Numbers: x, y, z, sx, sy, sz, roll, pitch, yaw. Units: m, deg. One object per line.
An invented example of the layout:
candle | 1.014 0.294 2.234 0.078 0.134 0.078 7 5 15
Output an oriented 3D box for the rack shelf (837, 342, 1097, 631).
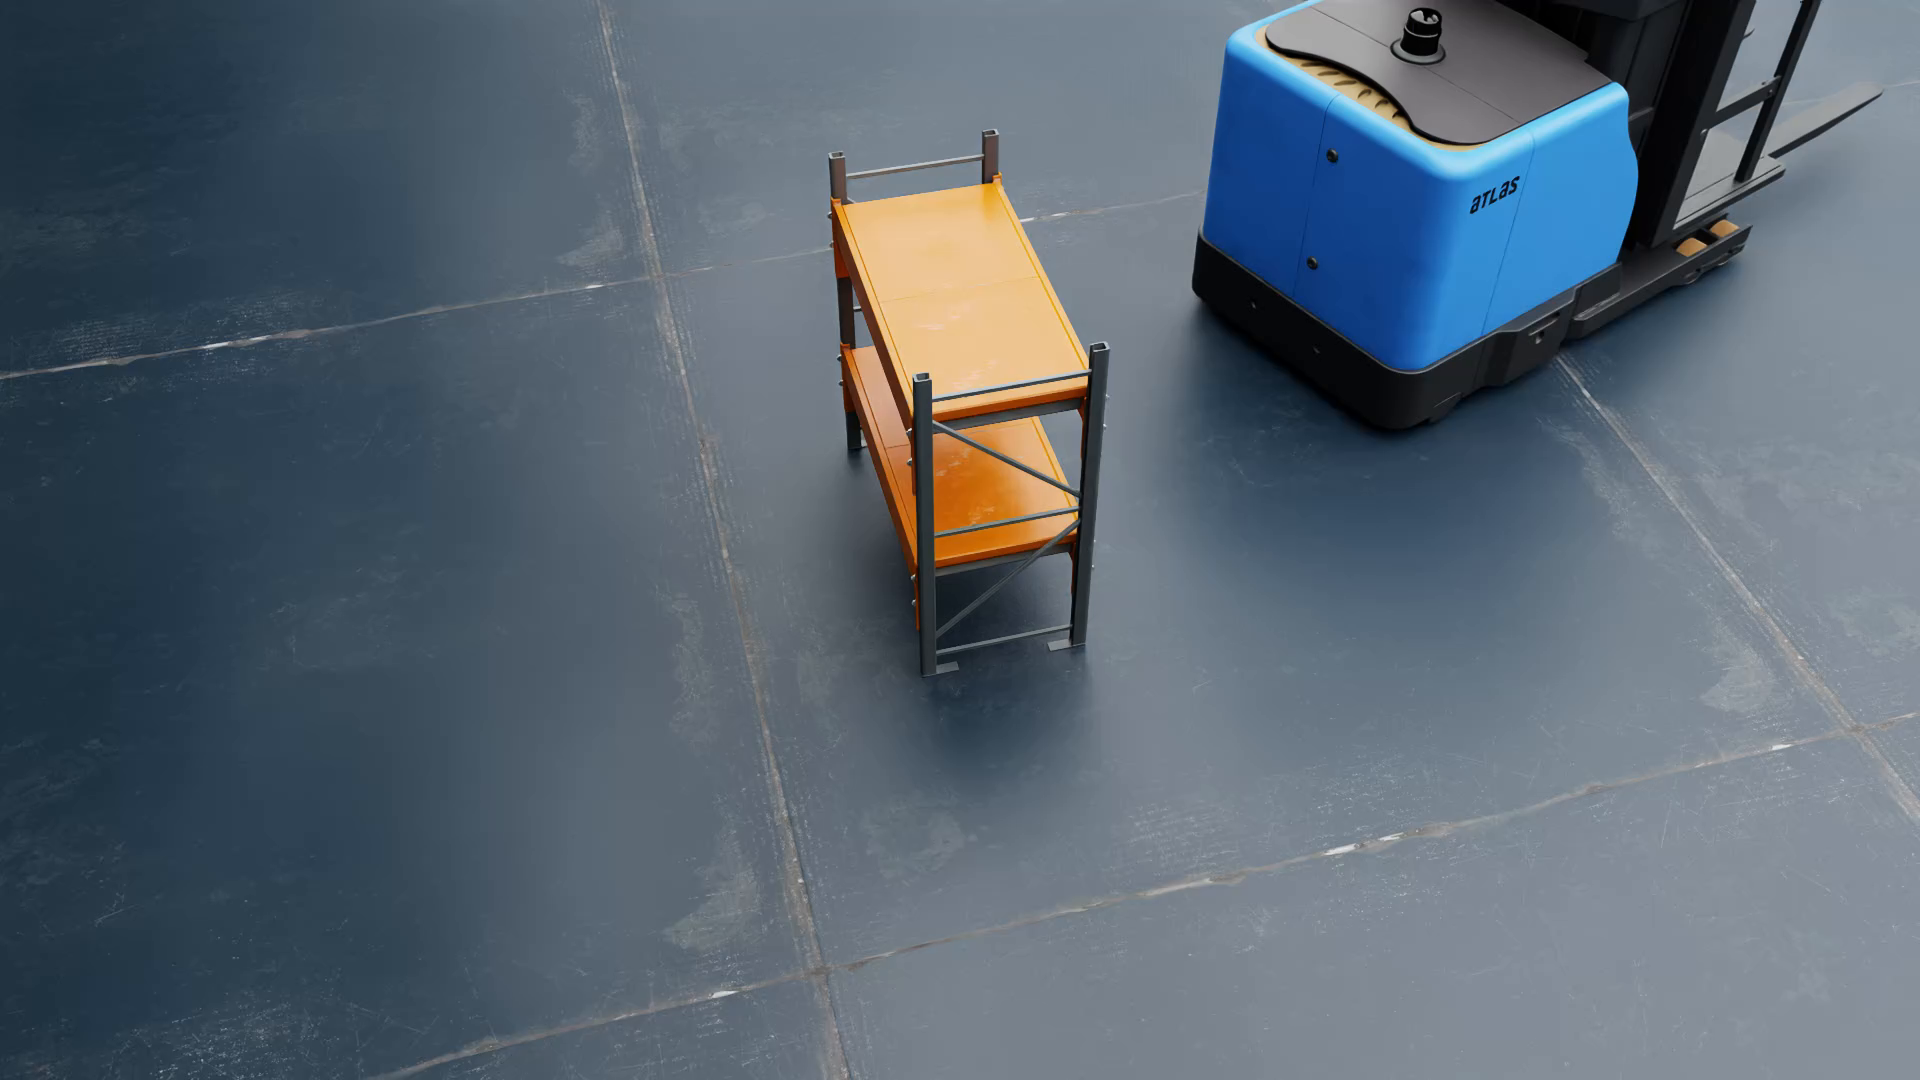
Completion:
rack shelf | -0.002 -0.227 5.027 0.538 0.278 1.000 -11 47 -10

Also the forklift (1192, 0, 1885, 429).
forklift | 2.331 -2.254 5.407 3.031 2.935 1.130 -28 52 -25

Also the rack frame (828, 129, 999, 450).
rack frame | -0.132 -0.749 5.197 0.500 1.125 0.032 -11 47 -10

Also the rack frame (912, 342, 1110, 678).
rack frame | 0.128 -0.047 4.509 0.500 1.125 0.032 -11 47 -10

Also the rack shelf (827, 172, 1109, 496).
rack shelf | -0.002 -0.603 4.644 0.538 0.278 1.000 -11 47 -10

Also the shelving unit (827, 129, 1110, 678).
shelving unit | -0.002 -0.398 4.853 0.538 1.125 1.048 -11 47 -10
